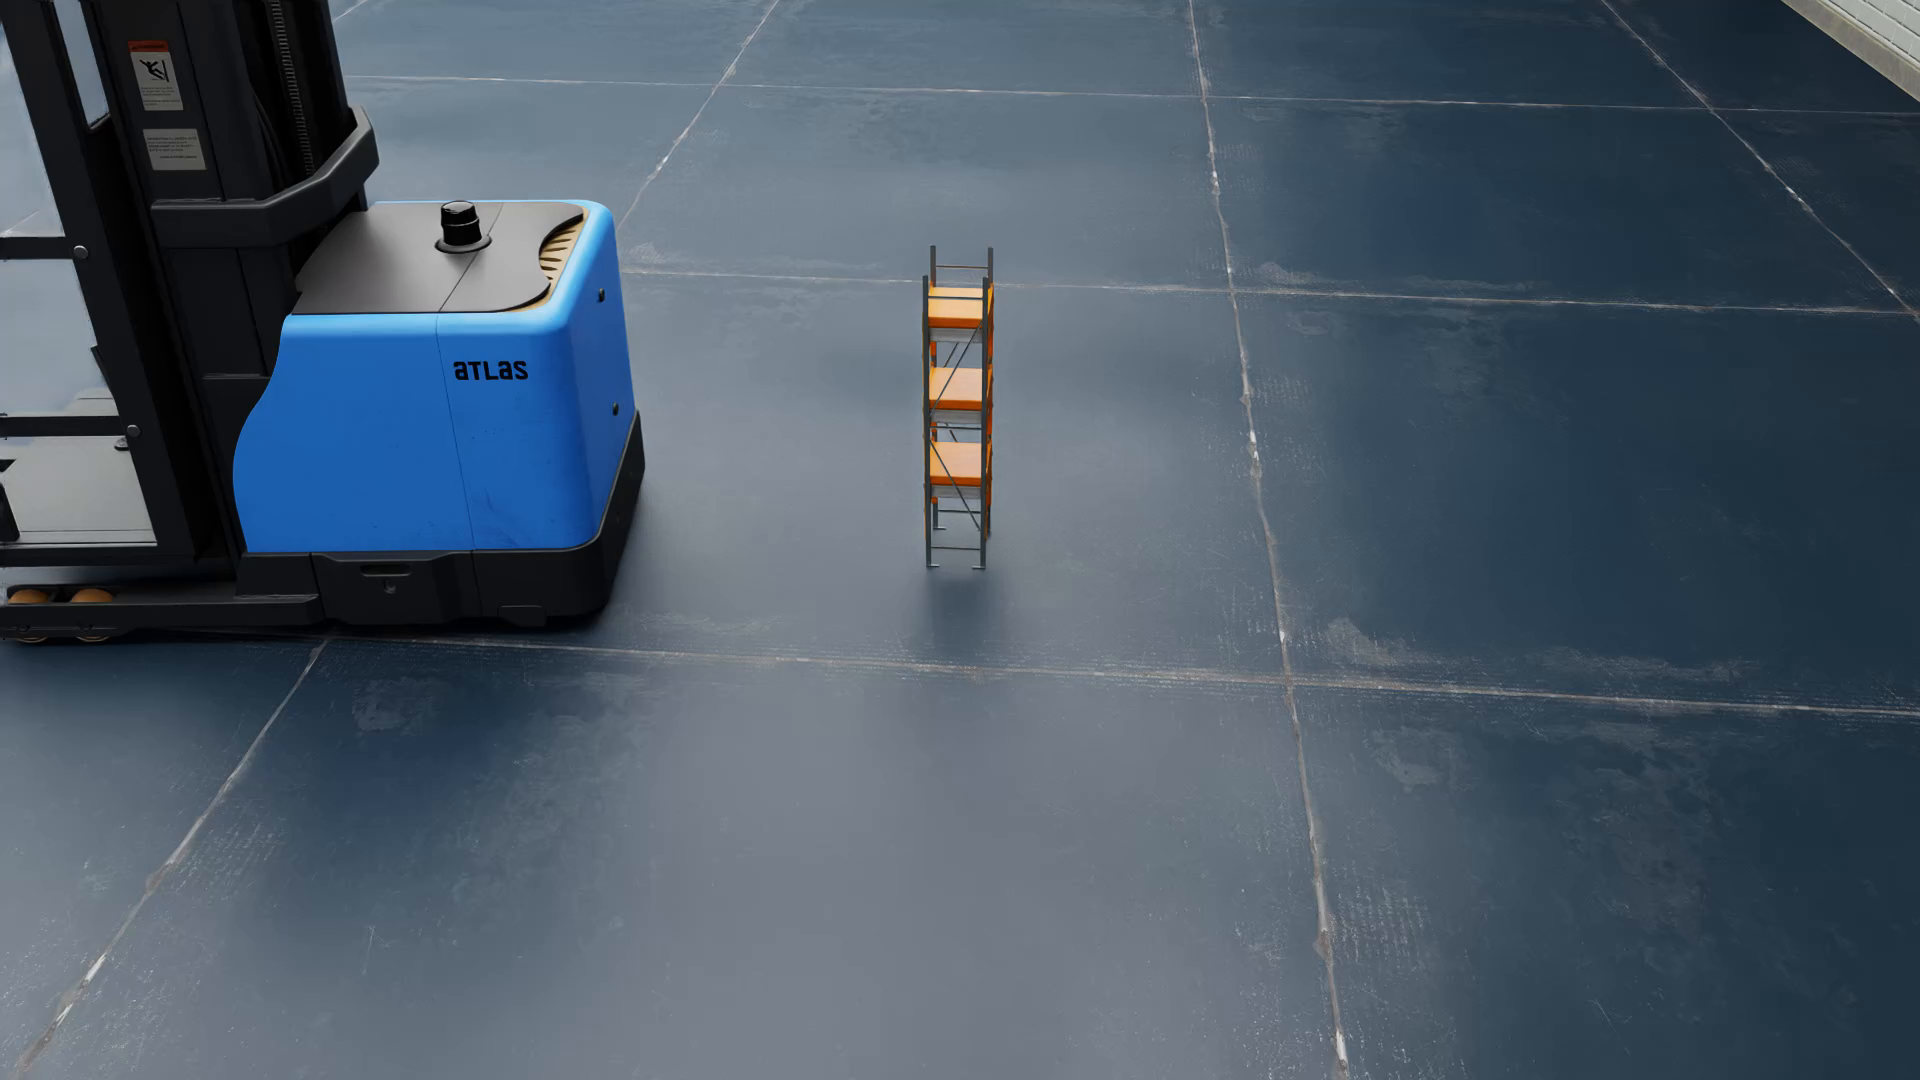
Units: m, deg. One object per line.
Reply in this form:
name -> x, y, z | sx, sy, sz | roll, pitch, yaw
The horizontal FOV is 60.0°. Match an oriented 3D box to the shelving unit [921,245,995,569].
shelving unit -> -0.004, -0.419, 5.429 | 0.215, 1.050, 0.252 | 2, 32, 4

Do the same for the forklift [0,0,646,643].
forklift -> -2.646, -1.206, 4.913 | 3.031, 2.935, 1.130 | -1, 32, -1

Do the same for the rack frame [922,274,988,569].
rack frame -> -0.014, -0.355, 5.326 | 0.200, 1.050, 0.008 | 2, 32, 4

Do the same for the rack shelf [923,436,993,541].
rack shelf -> -0.004, -0.173, 5.581 | 0.215, 0.259, 0.240 | 2, 32, 4

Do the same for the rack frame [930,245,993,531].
rack frame -> 0.006, -0.483, 5.533 | 0.200, 1.050, 0.008 | 2, 32, 4

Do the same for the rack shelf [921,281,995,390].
rack shelf -> -0.004, -0.652, 5.286 | 0.215, 0.259, 0.240 | 2, 32, 4

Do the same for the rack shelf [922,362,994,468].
rack shelf -> -0.004, -0.410, 5.435 | 0.215, 0.259, 0.240 | 2, 32, 4
